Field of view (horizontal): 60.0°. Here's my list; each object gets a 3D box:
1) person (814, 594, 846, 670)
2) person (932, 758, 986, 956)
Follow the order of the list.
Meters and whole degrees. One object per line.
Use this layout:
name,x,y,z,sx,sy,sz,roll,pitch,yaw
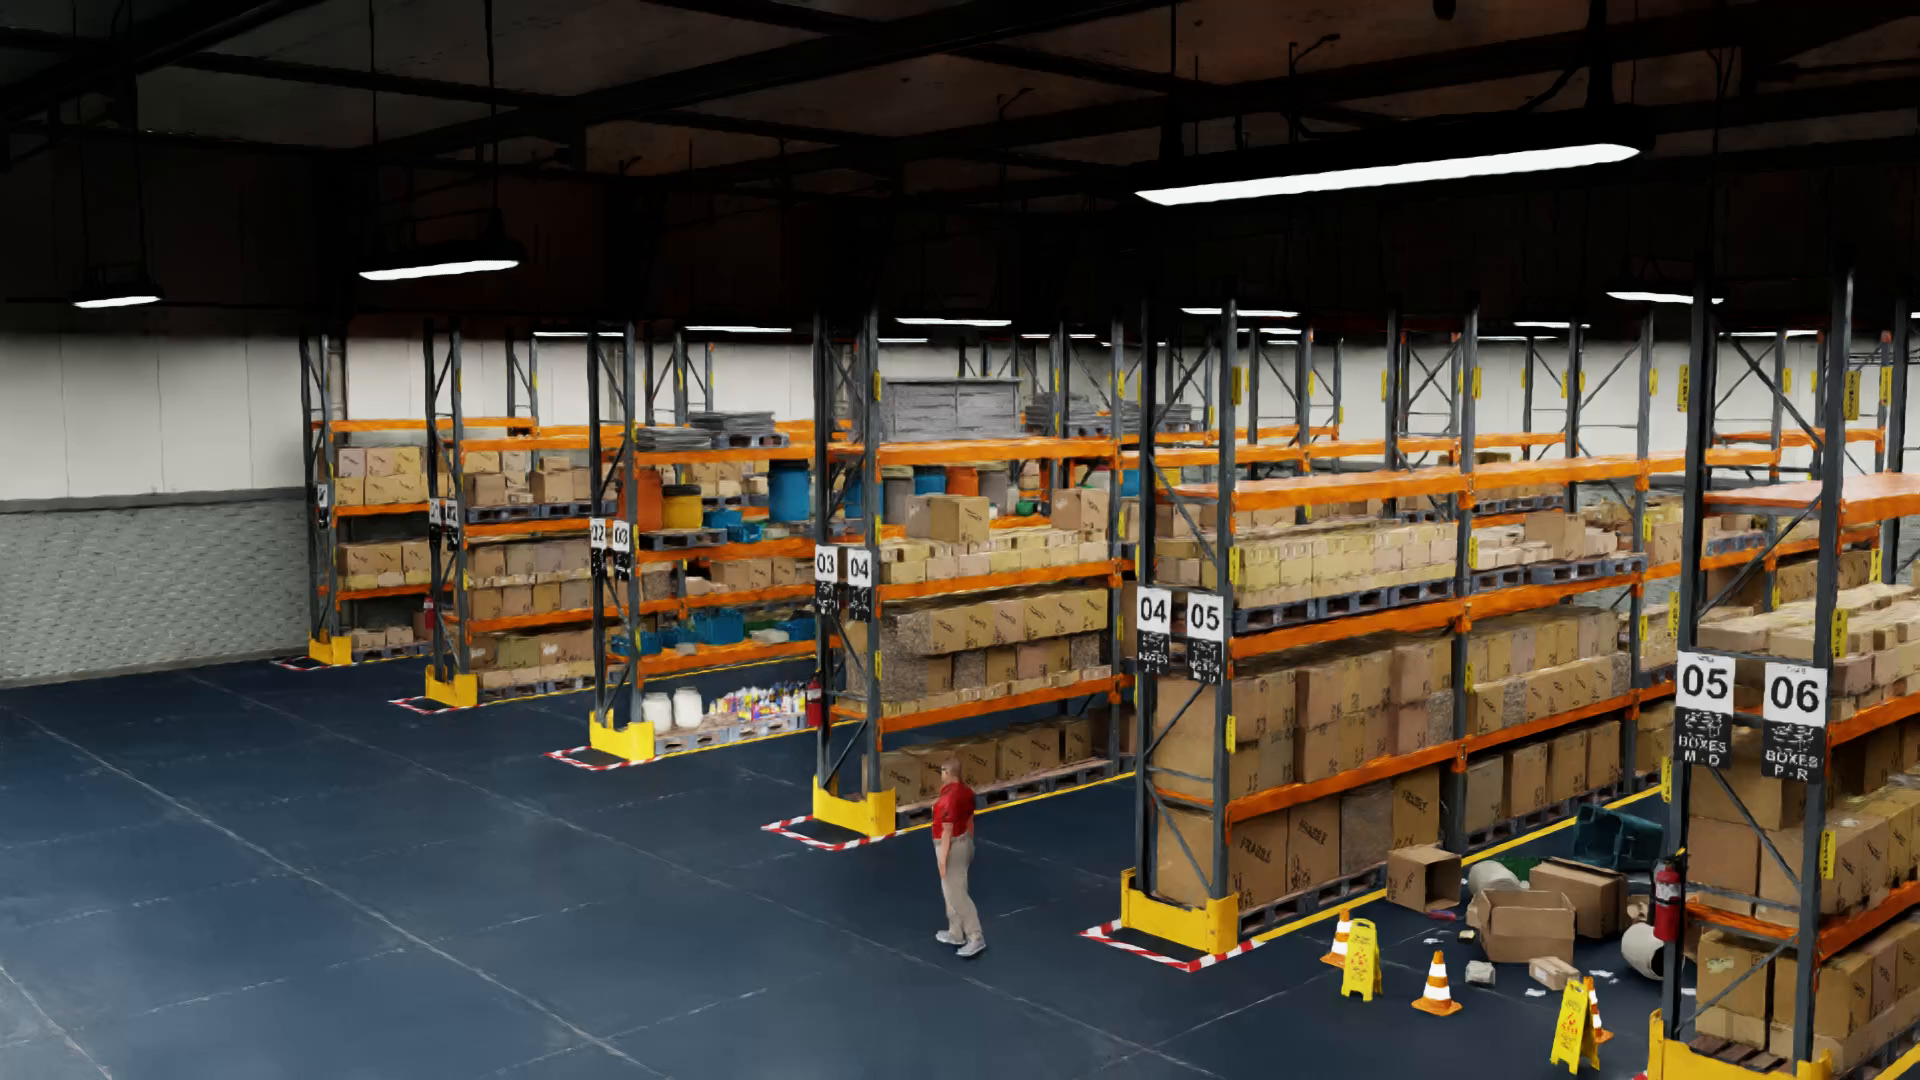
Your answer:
person,-2.271,1.433,28.819,0.448,1.622,0.996,5,7,39
person,-0.006,2.813,14.931,0.548,1.716,0.651,2,6,20
